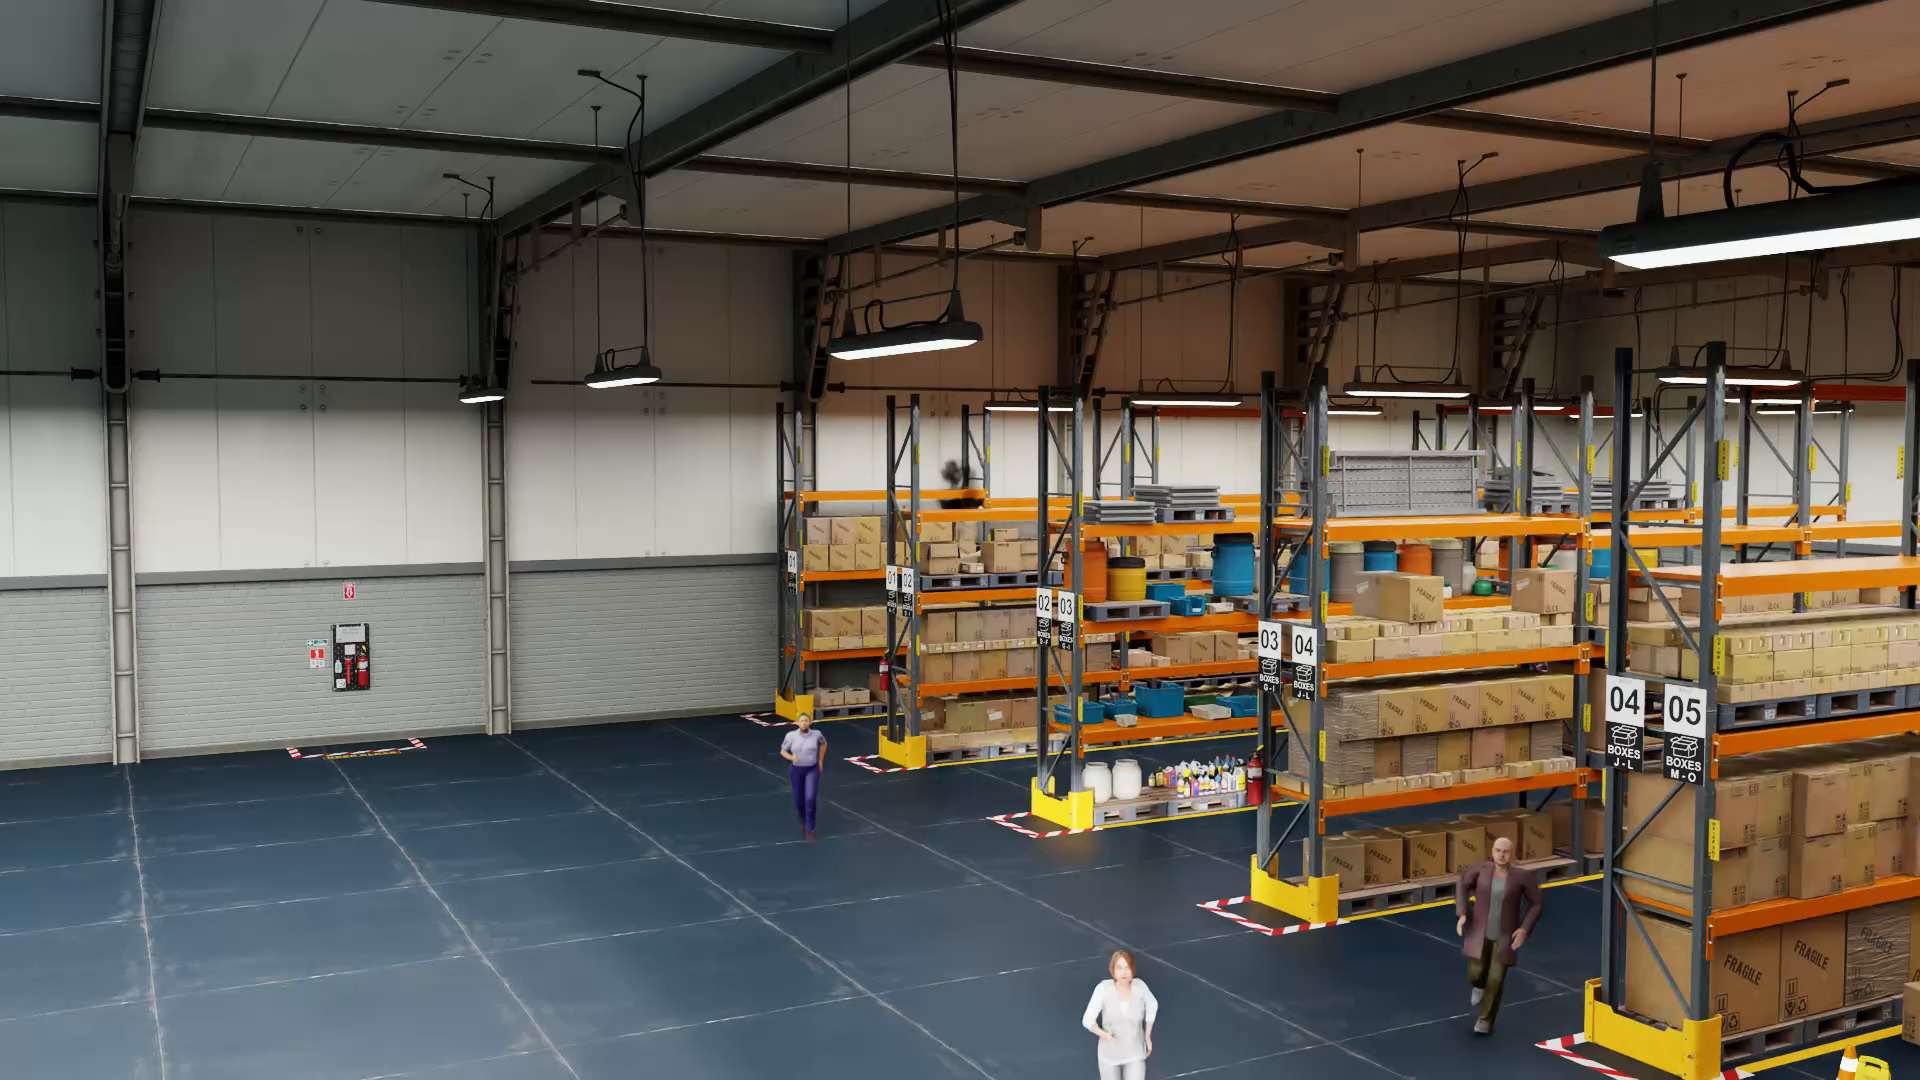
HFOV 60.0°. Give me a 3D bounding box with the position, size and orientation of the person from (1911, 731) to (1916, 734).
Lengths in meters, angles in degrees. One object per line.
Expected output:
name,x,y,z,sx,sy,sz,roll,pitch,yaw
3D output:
person,11.759,3.127,20.687,0.581,1.728,0.720,-2,4,-32

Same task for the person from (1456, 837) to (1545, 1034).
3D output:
person,4.774,3.474,14.744,0.766,1.723,0.656,2,4,25

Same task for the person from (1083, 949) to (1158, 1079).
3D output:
person,1.136,3.708,11.808,0.528,1.611,0.746,0,3,6

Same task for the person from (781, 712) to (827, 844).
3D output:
person,-2.075,3.120,21.940,0.571,1.671,0.803,0,3,0
